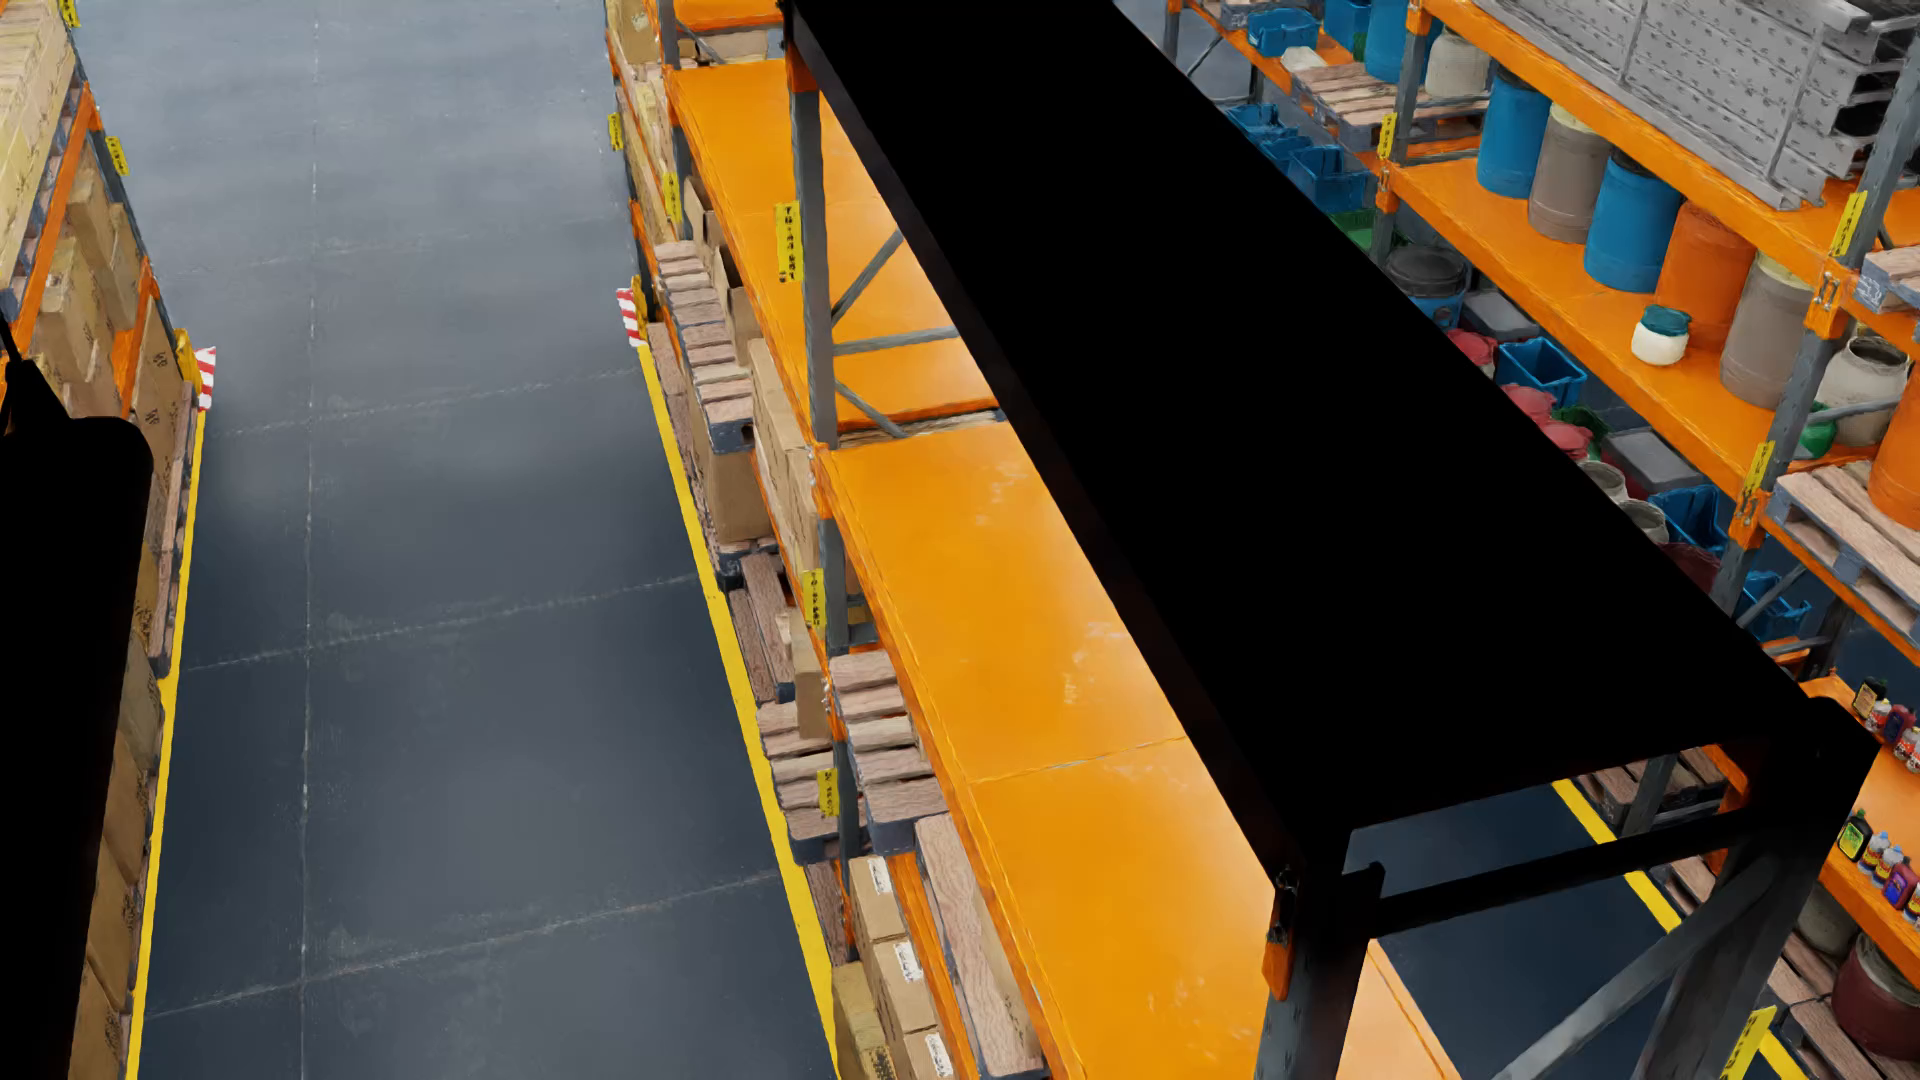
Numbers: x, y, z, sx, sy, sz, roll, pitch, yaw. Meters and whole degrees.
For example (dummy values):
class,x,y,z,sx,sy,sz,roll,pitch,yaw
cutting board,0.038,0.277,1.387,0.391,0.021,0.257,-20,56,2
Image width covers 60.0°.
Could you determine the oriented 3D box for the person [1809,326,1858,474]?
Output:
class,x,y,z,sx,sy,sz,roll,pitch,yaw
person,6.595,-1.249,13.021,0.702,1.734,0.549,-11,40,-14
